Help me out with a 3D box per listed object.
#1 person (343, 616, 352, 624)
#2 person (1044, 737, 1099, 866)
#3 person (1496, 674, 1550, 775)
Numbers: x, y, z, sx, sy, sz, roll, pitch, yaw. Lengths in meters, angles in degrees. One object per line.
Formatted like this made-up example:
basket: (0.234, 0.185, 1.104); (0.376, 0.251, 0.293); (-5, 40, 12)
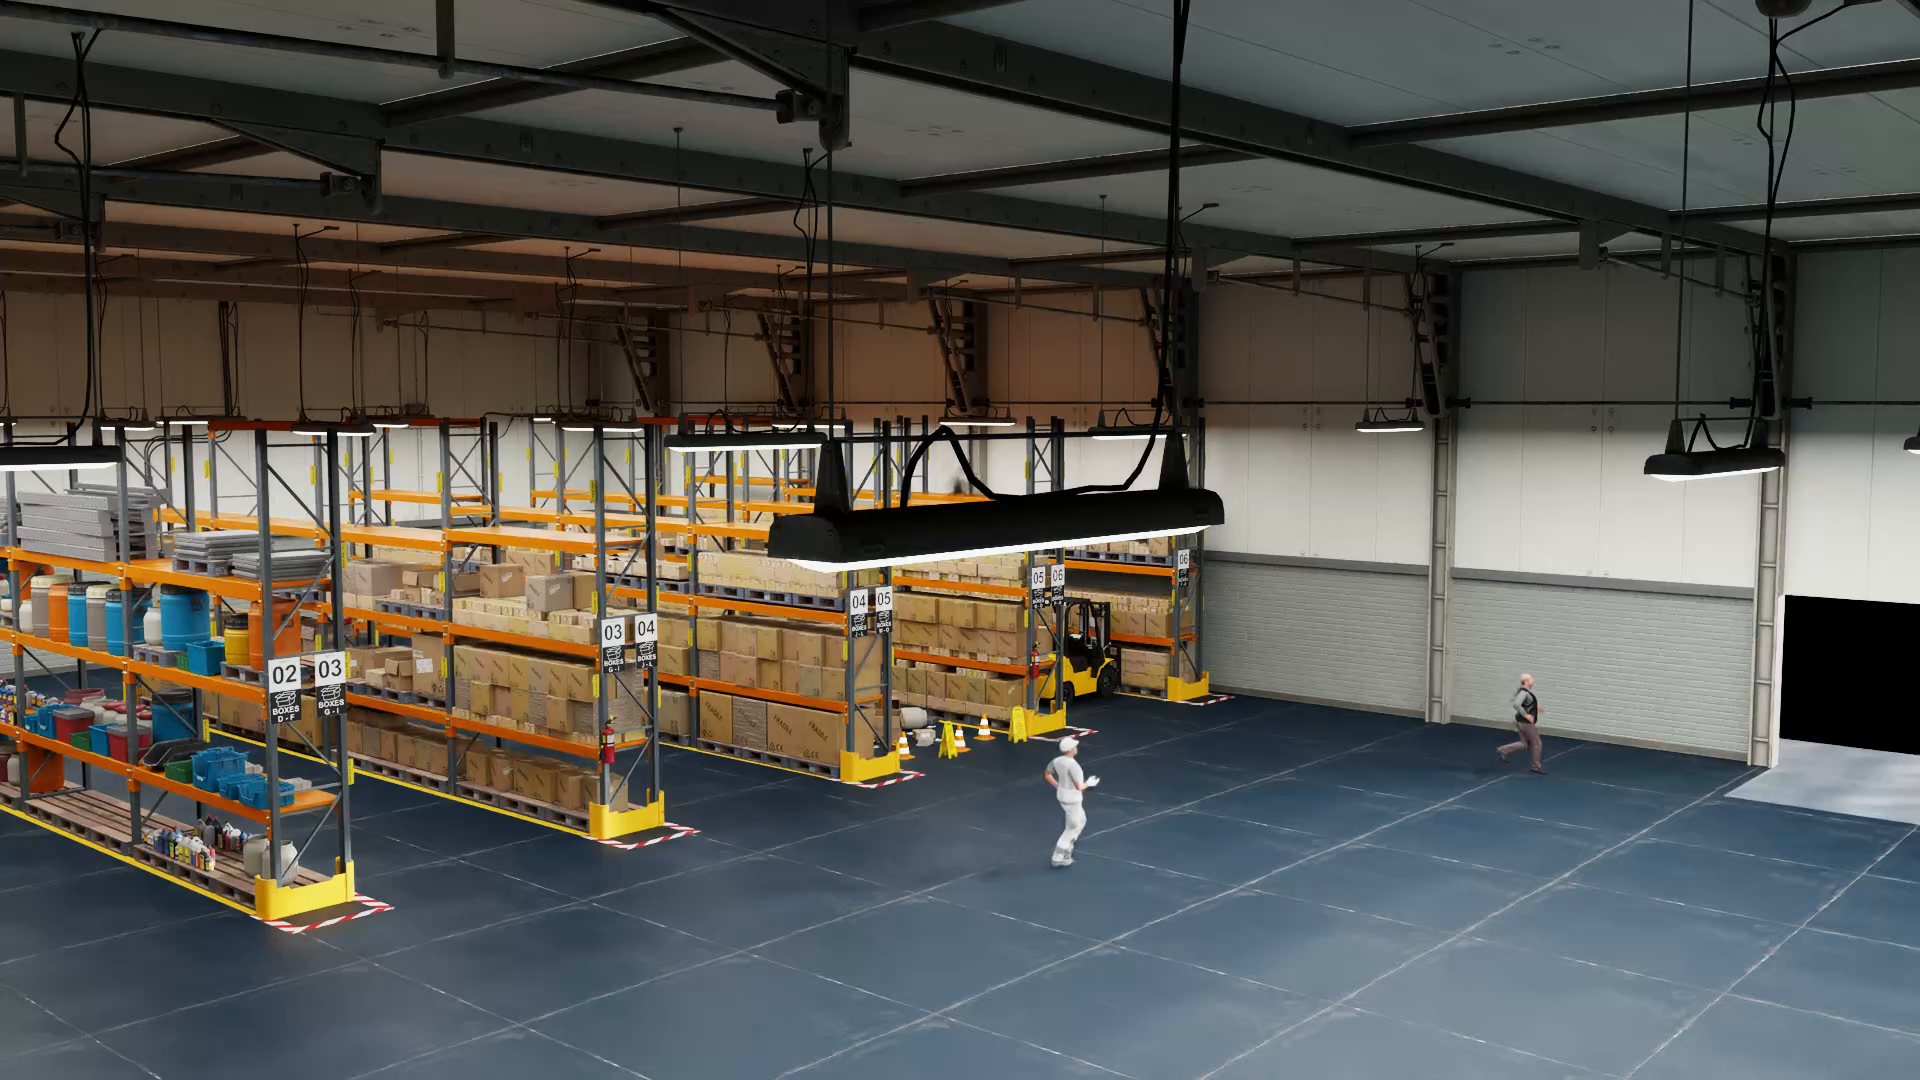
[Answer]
person: (-14.655, 2.214, 39.441); (0.888, 1.678, 0.820); (-4, 6, -41)
person: (1.540, 3.564, 22.639); (0.654, 1.795, 0.634); (-2, 5, -21)
person: (9.617, 3.133, 28.367); (0.880, 1.721, 0.662); (1, 5, 12)
